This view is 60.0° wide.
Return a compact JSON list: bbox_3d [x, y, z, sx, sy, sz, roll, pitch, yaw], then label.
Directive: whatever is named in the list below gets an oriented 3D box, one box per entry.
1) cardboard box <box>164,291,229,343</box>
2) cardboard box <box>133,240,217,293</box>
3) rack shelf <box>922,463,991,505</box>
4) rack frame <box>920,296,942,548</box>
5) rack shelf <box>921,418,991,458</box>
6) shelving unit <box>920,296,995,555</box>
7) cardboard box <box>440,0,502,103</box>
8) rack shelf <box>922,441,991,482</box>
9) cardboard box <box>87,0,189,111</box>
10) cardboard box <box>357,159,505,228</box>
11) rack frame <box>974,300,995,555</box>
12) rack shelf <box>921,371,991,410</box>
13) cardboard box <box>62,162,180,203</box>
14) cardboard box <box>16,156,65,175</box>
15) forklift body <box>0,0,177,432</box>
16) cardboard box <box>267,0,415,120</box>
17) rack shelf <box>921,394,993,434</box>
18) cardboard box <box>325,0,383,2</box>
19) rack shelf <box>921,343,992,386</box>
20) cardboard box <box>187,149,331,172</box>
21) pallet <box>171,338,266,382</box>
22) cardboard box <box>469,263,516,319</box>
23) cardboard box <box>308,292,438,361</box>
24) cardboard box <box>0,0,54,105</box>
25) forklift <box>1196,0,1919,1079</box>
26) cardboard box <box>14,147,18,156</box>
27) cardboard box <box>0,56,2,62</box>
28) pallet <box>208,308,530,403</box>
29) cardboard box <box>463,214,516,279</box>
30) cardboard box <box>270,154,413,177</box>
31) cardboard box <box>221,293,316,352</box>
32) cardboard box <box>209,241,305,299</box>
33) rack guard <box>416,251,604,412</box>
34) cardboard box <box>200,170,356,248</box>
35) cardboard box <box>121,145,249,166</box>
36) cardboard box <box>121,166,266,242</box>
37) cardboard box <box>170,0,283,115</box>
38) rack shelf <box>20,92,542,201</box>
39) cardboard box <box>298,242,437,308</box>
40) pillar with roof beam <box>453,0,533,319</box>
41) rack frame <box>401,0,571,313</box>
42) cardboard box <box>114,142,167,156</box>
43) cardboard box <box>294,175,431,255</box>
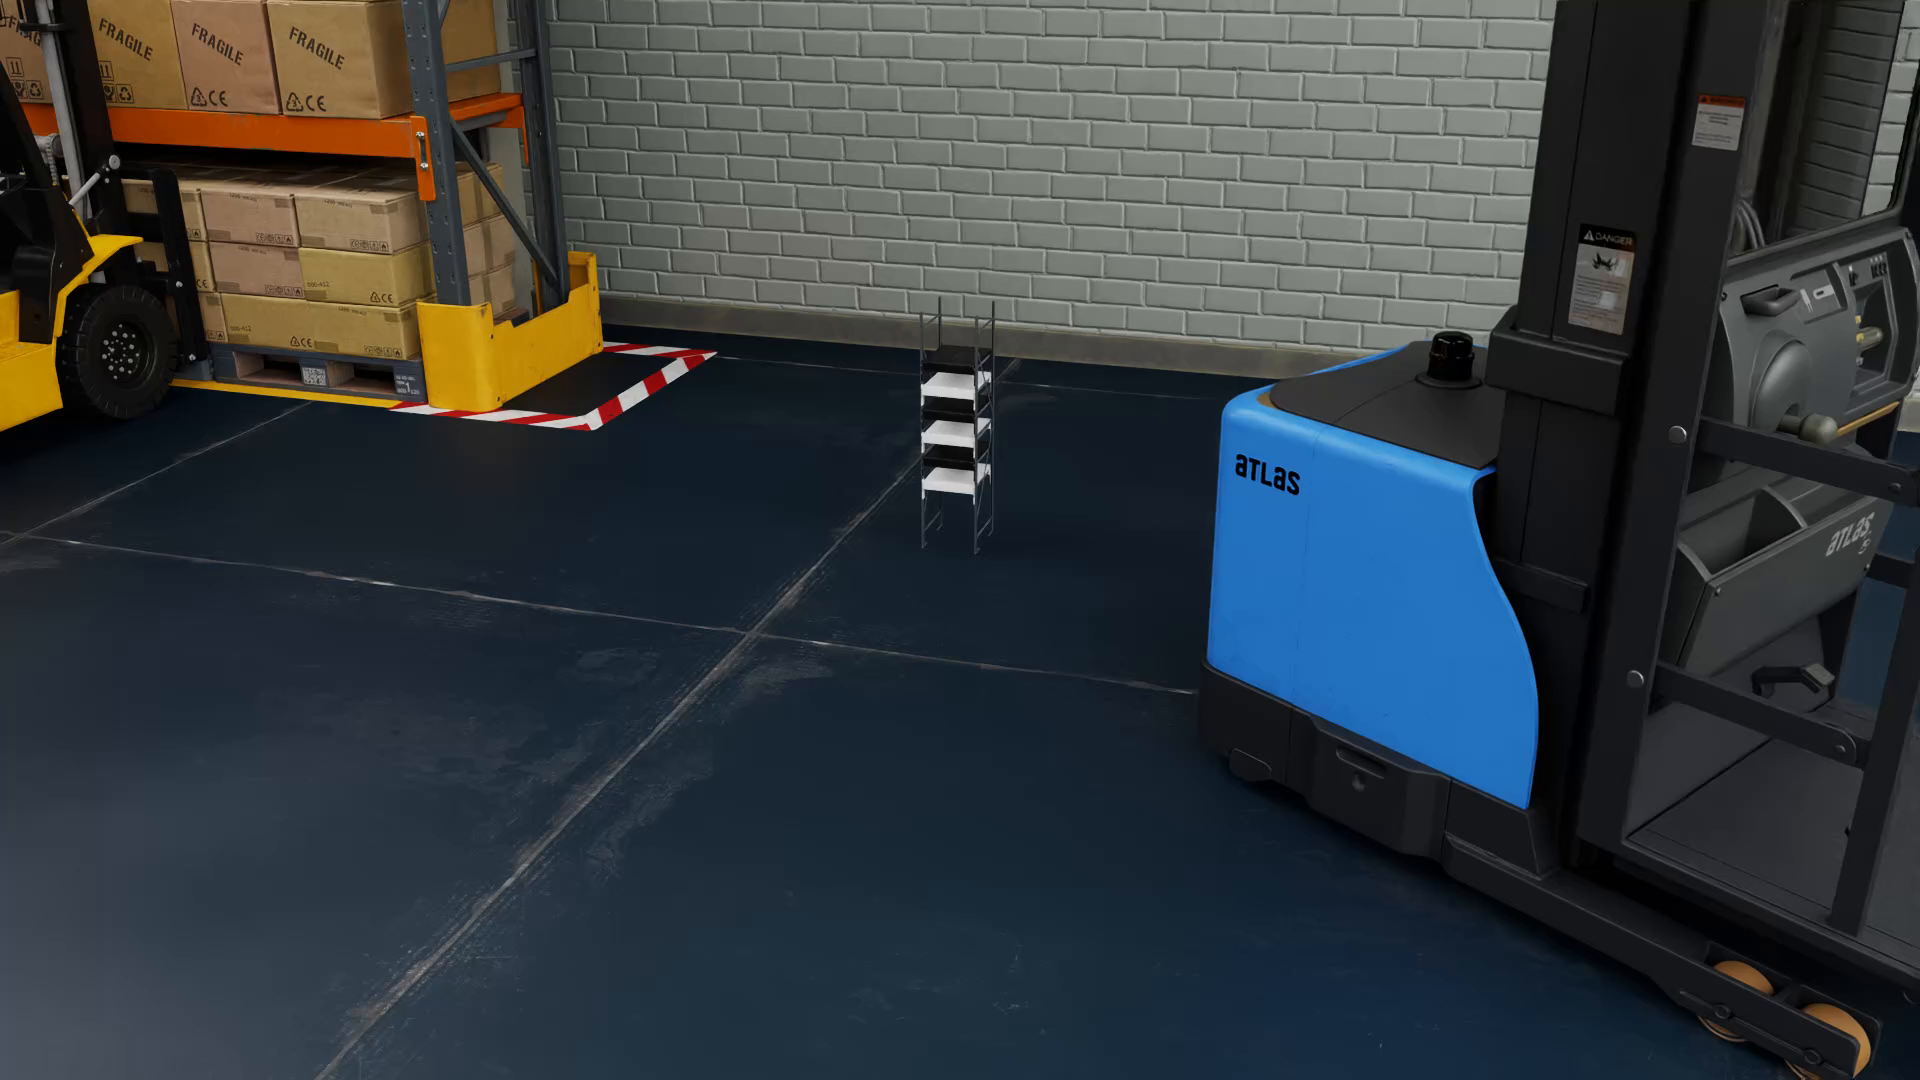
[{"bbox_3d":[-3.696,-1.182,8.269,0.500,0.250,0.500,7,23,16],"label":"cardboard box"},{"bbox_3d":[-3.738,-1.408,8.162,0.500,0.250,0.500,6,23,14],"label":"cardboard box"},{"bbox_3d":[-0.008,-0.220,6.182,0.200,0.077,0.258,7,23,16],"label":"rack shelf"},{"bbox_3d":[-0.105,-0.428,6.129,0.006,0.900,0.240,7,23,16],"label":"rack frame"},{"bbox_3d":[-0.008,-0.386,6.114,0.200,0.077,0.258,7,23,16],"label":"rack shelf"},{"bbox_3d":[-0.008,-0.417,6.101,0.210,0.900,0.258,7,23,16],"label":"shelving unit"},{"bbox_3d":[-2.599,-2.409,8.058,0.500,0.500,0.500,7,23,17],"label":"cardboard box"},{"bbox_3d":[-0.008,-0.303,6.148,0.200,0.077,0.258,7,23,16],"label":"rack shelf"},{"bbox_3d":[-3.737,-2.328,7.862,0.500,0.500,0.500,6,23,14],"label":"cardboard box"},{"bbox_3d":[-2.610,-1.713,8.247,0.500,0.250,0.500,6,23,15],"label":"cardboard box"},{"bbox_3d":[0.090,-0.406,6.074,0.006,0.900,0.240,7,23,16],"label":"rack frame"},{"bbox_3d":[-0.008,-0.553,6.046,0.200,0.077,0.258,7,23,16],"label":"rack shelf"},{"bbox_3d":[-4.195,-1.693,8.197,0.500,0.250,0.500,6,23,14],"label":"cardboard box"},{"bbox_3d":[-4.696,-1.753,8.344,0.500,0.250,0.500,7,23,17],"label":"cardboard box"},{"bbox_3d":[-4.547,-1.360,6.750,1.214,2.155,2.313,7,23,16],"label":"forklift body"},{"bbox_3d":[-2.752,-2.212,7.578,0.500,0.500,0.500,6,23,14],"label":"cardboard box"},{"bbox_3d":[-0.008,-0.470,6.080,0.200,0.077,0.258,7,23,16],"label":"rack shelf"},{"bbox_3d":[-2.618,-2.490,7.401,0.250,0.149,0.380,7,23,16],"label":"cardboard box"},{"bbox_3d":[-0.008,-0.636,6.012,0.200,0.077,0.258,7,23,16],"label":"rack shelf"},{"bbox_3d":[-3.565,-1.826,8.520,0.500,0.250,0.500,6,23,15],"label":"cardboard box"},{"bbox_3d":[-4.113,-1.120,8.723,1.213,0.211,1.003,7,23,15],"label":"pallet"},{"bbox_3d":[-2.619,-1.254,8.445,0.500,0.250,0.500,7,23,16],"label":"cardboard box"},{"bbox_3d":[-2.746,-1.066,7.986,0.500,0.250,0.500,7,23,16],"label":"cardboard box"},{"bbox_3d":[-4.221,-2.379,7.987,0.500,0.500,0.500,7,23,16],"label":"cardboard box"},{"bbox_3d":[2.009,-0.429,3.453,1.130,2.935,3.031,-18,28,-37],"label":"forklift"},{"bbox_3d":[-5.018,-1.997,8.938,0.500,0.250,0.500,6,23,15],"label":"cardboard box"},{"bbox_3d":[-4.696,-2.442,8.140,0.500,0.500,0.500,6,23,15],"label":"cardboard box"},{"bbox_3d":[-2.949,-0.986,8.395,1.213,0.211,1.003,7,23,16],"label":"pallet"},{"bbox_3d":[-2.595,-1.488,8.355,0.500,0.250,0.500,7,23,16],"label":"cardboard box"},{"bbox_3d":[-3.090,-1.767,8.377,0.500,0.250,0.500,7,23,16],"label":"cardboard box"},{"bbox_3d":[-3.219,-1.124,8.128,0.500,0.250,0.500,7,23,15],"label":"cardboard box"},{"bbox_3d":[-3.238,-1.359,8.042,0.500,0.250,0.500,6,23,15],"label":"cardboard box"},{"bbox_3d":[-2.182,-1.048,8.166,0.348,0.500,1.175,7,23,16],"label":"rack guard"},{"bbox_3d":[-3.226,-1.583,7.929,0.500,0.250,0.500,7,23,16],"label":"cardboard box"},{"bbox_3d":[-4.054,-1.884,8.663,0.500,0.250,0.500,6,23,14],"label":"cardboard box"},{"bbox_3d":[-3.712,-1.635,8.055,0.500,0.250,0.500,7,23,16],"label":"cardboard box"},{"bbox_3d":[-3.246,-2.272,7.725,0.500,0.500,0.500,7,23,17],"label":"cardboard box"},{"bbox_3d":[-4.120,-2.094,8.369,4.000,0.370,1.077,7,23,16],"label":"rack shelf"},{"bbox_3d":[-2.761,-1.300,7.899,0.500,0.250,0.500,6,23,15],"label":"cardboard box"},{"bbox_3d":[-3.855,-3.822,3.731,0.400,9.000,9.100,7,23,16],"label":"pillar with roof beam"},{"bbox_3d":[-2.205,-2.207,7.698,0.127,3.000,1.000,7,23,16],"label":"rack frame"},{"bbox_3d":[-4.537,-1.936,8.790,0.500,0.250,0.500,7,23,16],"label":"cardboard box"},{"bbox_3d":[-2.736,-1.529,7.798,0.500,0.250,0.500,7,23,17],"label":"cardboard box"}]
